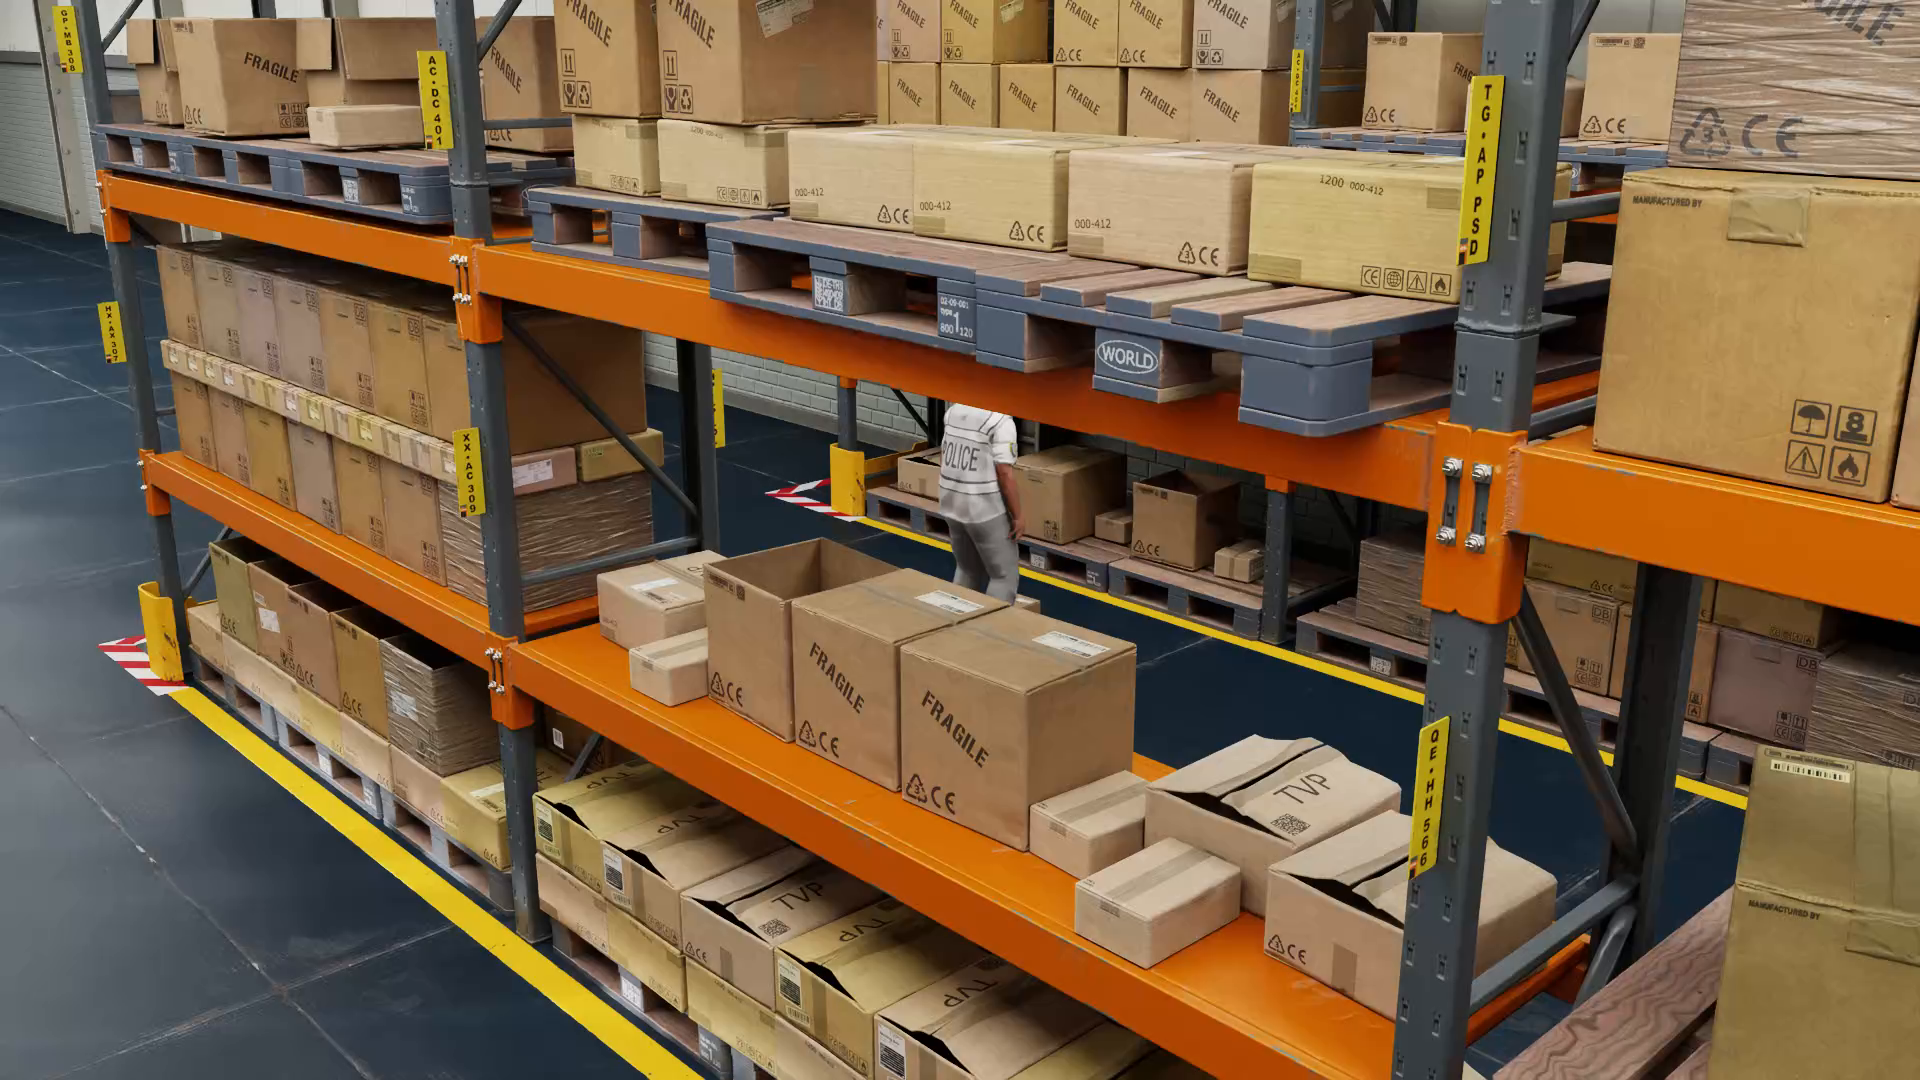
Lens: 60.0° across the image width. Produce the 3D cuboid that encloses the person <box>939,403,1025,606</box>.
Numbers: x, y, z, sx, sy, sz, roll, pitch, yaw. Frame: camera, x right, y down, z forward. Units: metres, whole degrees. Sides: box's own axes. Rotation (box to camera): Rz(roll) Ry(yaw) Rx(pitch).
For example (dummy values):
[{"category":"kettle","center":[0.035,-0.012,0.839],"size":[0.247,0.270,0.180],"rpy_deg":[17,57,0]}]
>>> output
[{"category":"person","center":[0.122,-0.173,9.593],"size":[0.439,1.748,0.586],"rpy_deg":[-15,23,-41]}]
